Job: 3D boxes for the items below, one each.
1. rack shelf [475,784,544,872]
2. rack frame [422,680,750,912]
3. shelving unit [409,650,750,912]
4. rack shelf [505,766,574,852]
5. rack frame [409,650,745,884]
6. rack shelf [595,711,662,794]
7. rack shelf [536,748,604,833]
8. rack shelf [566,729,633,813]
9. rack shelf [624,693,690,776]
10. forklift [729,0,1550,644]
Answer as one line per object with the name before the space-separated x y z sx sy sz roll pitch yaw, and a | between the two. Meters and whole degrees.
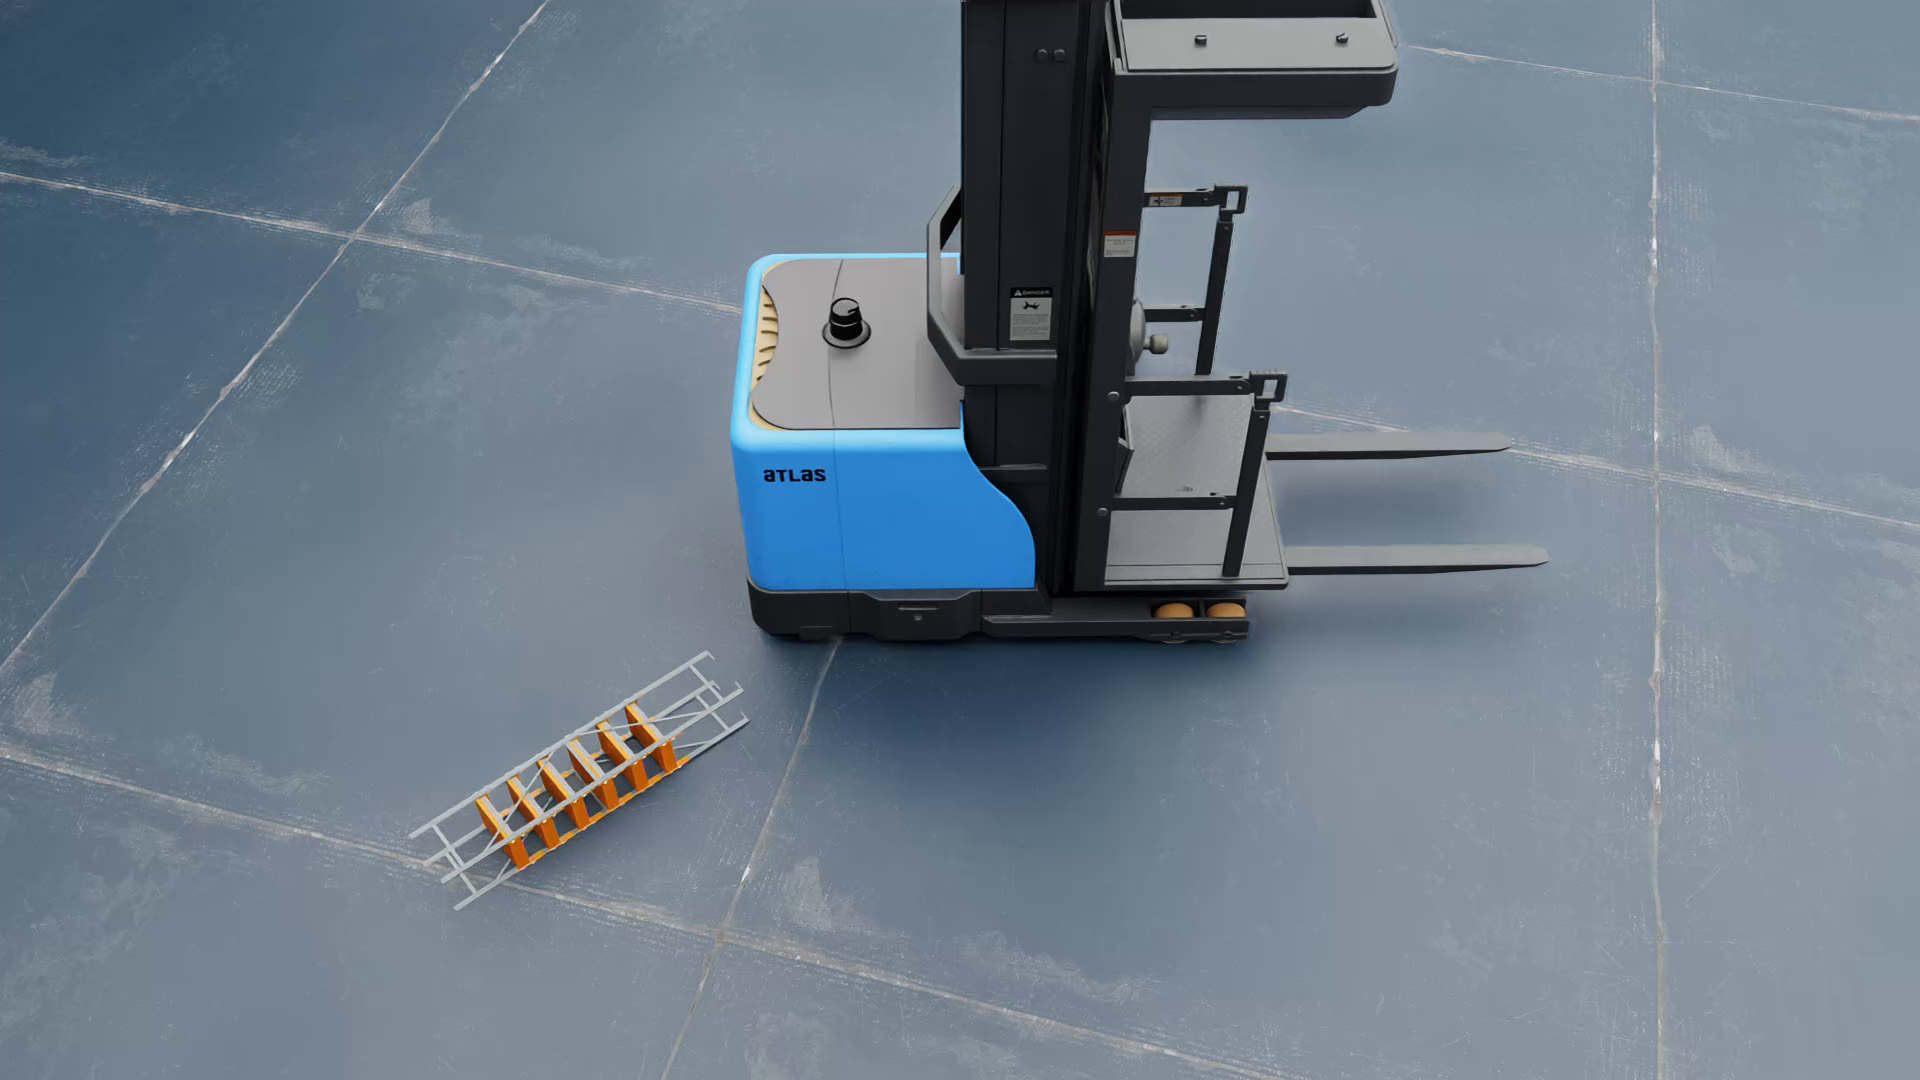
rack shelf | -1.546 0.977 5.679 0.103 0.180 0.258 -32 56 -25
rack frame | -1.304 0.883 5.881 1.200 0.006 0.240 -32 56 -25
shelving unit | -1.304 0.823 5.812 1.200 0.189 0.258 -32 56 -25
rack shelf | -1.454 0.918 5.729 0.103 0.180 0.258 -32 56 -25
rack frame | -1.305 0.763 5.743 1.200 0.006 0.240 -32 56 -25
rack shelf | -1.179 0.743 5.881 0.103 0.180 0.258 -32 56 -25
rack shelf | -1.362 0.860 5.780 0.103 0.180 0.258 -32 56 -25
rack shelf | -1.271 0.801 5.830 0.103 0.180 0.258 -32 56 -25
rack shelf | -1.087 0.685 5.932 0.103 0.180 0.258 -32 56 -25
forklift | 0.717 -0.977 5.576 3.031 2.935 1.130 -1 49 -1
